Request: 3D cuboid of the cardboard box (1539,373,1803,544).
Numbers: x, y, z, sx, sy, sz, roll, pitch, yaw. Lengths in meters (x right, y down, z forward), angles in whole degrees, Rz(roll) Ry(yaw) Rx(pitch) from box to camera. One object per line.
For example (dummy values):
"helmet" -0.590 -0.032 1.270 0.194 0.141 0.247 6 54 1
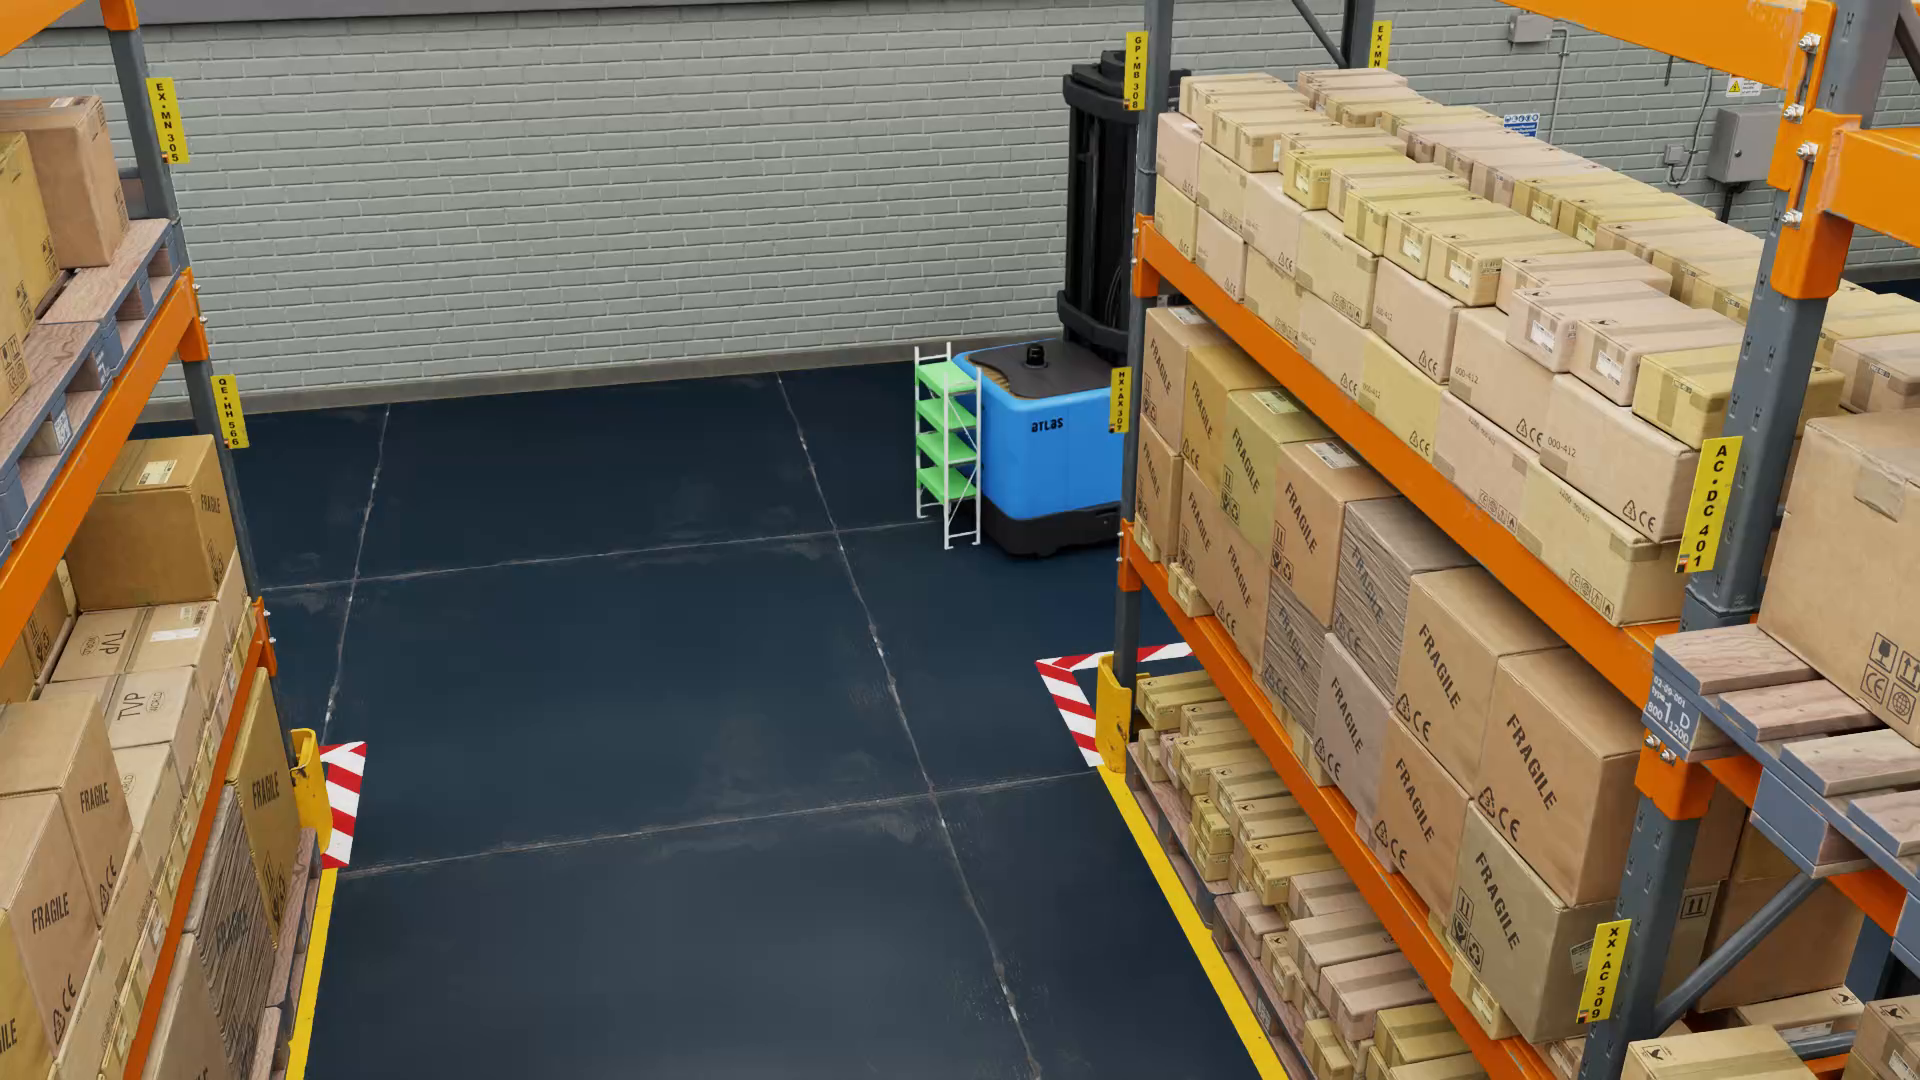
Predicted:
"cardboard box" 1.829 -0.236 4.171 0.500 0.250 0.500 -7 28 -14

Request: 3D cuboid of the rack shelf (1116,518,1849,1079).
"rack shelf" 1.730 0.879 6.477 1.077 0.370 4.000 -6 27 -12

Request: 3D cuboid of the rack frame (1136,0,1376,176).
"rack frame" 1.279 -2.998 6.703 1.000 3.000 0.127 -6 27 -12

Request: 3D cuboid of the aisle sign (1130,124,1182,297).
"aisle sign" 0.970 -1.482 7.472 0.394 0.787 0.004 -6 27 -12

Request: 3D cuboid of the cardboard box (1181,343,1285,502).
"cardboard box" 1.241 -0.499 6.858 0.500 0.500 0.500 -5 27 -10

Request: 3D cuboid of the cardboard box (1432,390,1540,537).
"cardboard box" 1.705 -0.244 4.743 0.500 0.250 0.500 -6 27 -12

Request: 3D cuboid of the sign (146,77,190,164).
"sign" -3.045 -1.609 6.384 0.100 0.325 0.005 -6 27 -12

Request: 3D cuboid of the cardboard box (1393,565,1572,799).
"cardboard box" 1.689 0.407 5.064 0.500 0.500 0.500 -7 28 -13

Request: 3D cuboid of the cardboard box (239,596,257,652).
"cardboard box" -3.175 0.374 6.958 0.380 0.149 0.250 -5 27 -11

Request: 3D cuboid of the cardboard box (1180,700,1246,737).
"cardboard box" 1.245 0.873 7.729 0.380 0.149 0.250 -5 27 -11

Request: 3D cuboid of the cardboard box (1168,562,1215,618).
"cardboard box" 1.139 0.199 7.306 0.380 0.149 0.250 -7 28 -13

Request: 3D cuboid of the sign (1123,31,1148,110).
"sign" 0.750 -1.994 7.073 0.100 0.325 0.005 -6 27 -12

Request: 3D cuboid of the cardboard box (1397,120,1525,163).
"cardboard box" 1.822 -1.424 6.082 0.380 0.149 0.250 -7 28 -13

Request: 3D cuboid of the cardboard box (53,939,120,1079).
"cardboard box" -2.633 1.378 4.527 0.500 0.250 0.500 -6 27 -12

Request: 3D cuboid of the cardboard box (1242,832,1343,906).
"cardboard box" 1.382 1.340 6.804 0.380 0.149 0.250 -6 27 -11

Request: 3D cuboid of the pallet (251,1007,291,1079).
"pallet" -3.048 2.262 6.034 1.003 0.211 1.213 -6 27 -12

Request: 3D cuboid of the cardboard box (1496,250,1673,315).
"cardboard box" 1.734 -0.692 4.632 0.380 0.149 0.250 -5 27 -10

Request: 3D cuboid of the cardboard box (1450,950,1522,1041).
"cardboard box" 1.724 1.345 5.036 0.380 0.149 0.250 -7 28 -13

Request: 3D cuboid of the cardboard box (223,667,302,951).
"cardboard box" -3.354 1.173 6.988 0.875 0.875 0.875 -6 27 -12

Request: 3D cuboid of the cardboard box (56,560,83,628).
"cardboard box" -3.731 0.312 6.640 0.500 0.250 0.500 -7 28 -13

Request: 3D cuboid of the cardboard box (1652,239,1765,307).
"cardboard box" 2.196 -0.735 4.718 0.380 0.149 0.250 -7 28 -13

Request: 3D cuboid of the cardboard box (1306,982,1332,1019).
"cardboard box" 1.571 1.700 6.421 0.380 0.149 0.250 -7 28 -14

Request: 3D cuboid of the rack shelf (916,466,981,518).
"rack shelf" -0.079 -0.328 10.742 0.258 0.148 0.480 -11 29 -20

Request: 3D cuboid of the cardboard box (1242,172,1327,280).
"cardboard box" 1.345 -1.144 5.970 0.500 0.250 0.500 -6 27 -11

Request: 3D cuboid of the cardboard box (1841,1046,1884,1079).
"cardboard box" 2.462 1.383 4.164 0.380 0.149 0.250 -5 27 -10

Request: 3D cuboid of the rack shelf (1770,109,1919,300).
"rack shelf" 2.631 0.136 1.737 1.077 0.370 4.000 -6 27 -12

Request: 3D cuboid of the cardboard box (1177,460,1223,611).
"cardboard box" 1.256 -0.040 7.059 0.500 0.500 0.500 -6 27 -11

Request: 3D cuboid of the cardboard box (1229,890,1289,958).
"cardboard box" 1.359 1.587 6.975 0.380 0.149 0.250 -7 28 -14

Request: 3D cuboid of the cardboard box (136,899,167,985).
"cardboard box" -2.710 1.275 5.174 0.380 0.149 0.250 -6 27 -11

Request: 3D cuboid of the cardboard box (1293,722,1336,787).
"cardboard box" 1.465 0.768 6.179 0.380 0.149 0.250 -5 27 -11

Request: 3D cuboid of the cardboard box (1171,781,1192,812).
"cardboard box" 1.224 1.134 7.871 0.380 0.149 0.250 -6 27 -12

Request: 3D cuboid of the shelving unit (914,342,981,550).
"shelving unit" -0.079 -0.599 10.605 0.258 1.200 0.503 -11 29 -20

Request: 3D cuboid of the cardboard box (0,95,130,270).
"cardboard box" -3.407 -1.254 5.888 0.700 0.500 0.500 -8 28 -15

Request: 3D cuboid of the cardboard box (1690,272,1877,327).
"cardboard box" 2.210 -0.617 4.483 0.380 0.149 0.250 -6 27 -12

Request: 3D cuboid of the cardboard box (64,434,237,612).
"cardboard box" -3.211 -0.074 6.572 0.500 0.500 0.500 -6 27 -11

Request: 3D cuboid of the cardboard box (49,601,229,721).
"cardboard box" -3.095 0.482 6.302 0.500 0.250 0.500 -6 27 -12

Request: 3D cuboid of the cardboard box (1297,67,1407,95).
"cardboard box" 1.640 -1.877 6.980 0.380 0.149 0.250 -6 27 -12

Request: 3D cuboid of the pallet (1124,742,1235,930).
"pallet" 1.445 1.319 7.903 1.003 0.211 1.213 -6 27 -12

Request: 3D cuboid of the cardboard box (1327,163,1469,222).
"cardboard box" 1.451 -1.143 5.526 0.380 0.149 0.250 -5 27 -10

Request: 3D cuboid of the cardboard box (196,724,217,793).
"cardboard box" -2.944 0.823 6.070 0.380 0.149 0.250 -7 28 -13

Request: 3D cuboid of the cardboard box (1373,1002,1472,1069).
"cardboard box" 1.705 1.788 5.917 0.380 0.149 0.250 -5 27 -10

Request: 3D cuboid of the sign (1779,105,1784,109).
"sign" 7.299 -3.588 14.635 0.329 0.494 0.001 -6 27 -12

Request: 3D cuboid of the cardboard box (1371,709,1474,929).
"cardboard box" 1.680 0.847 5.302 0.500 0.500 0.500 -7 28 -13

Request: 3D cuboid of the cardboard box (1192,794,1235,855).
"cardboard box" 1.247 1.237 7.339 0.380 0.149 0.250 -5 27 -10

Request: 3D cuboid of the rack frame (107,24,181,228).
"rack frame" -3.576 -2.539 5.793 1.000 3.000 0.127 -6 27 -12

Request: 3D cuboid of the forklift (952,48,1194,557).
"forklift" 1.492 -1.632 10.731 3.031 2.935 1.130 -11 29 -22

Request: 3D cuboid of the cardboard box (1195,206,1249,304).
"cardboard box" 1.245 -1.137 6.512 0.500 0.250 0.500 -5 27 -10

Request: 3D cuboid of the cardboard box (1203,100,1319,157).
"cardboard box" 1.160 -1.588 6.407 0.380 0.149 0.250 -6 27 -12
